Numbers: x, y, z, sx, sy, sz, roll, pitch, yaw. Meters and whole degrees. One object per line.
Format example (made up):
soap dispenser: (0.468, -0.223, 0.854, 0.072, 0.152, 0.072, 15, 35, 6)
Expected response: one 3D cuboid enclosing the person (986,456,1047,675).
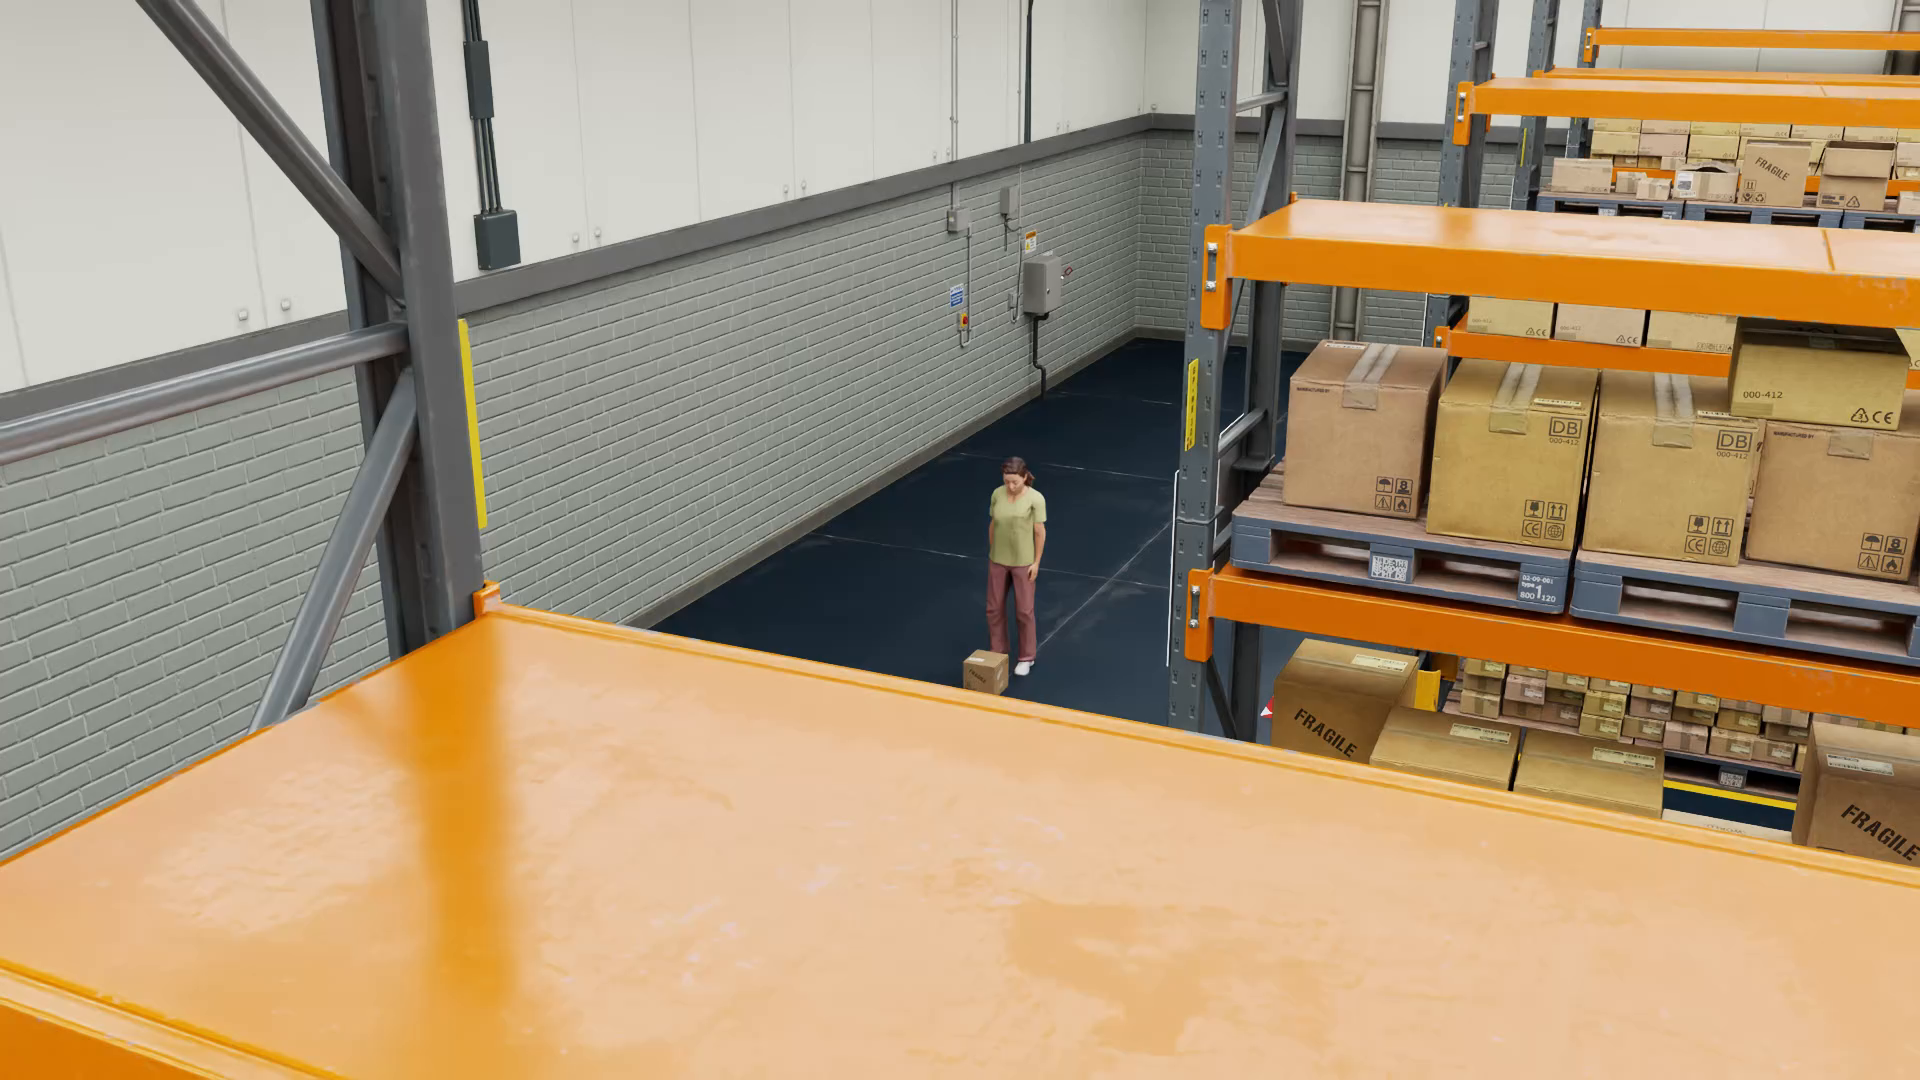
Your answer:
person: (0.409, 0.170, 12.251, 0.452, 1.666, 0.354, 9, 21, 24)
